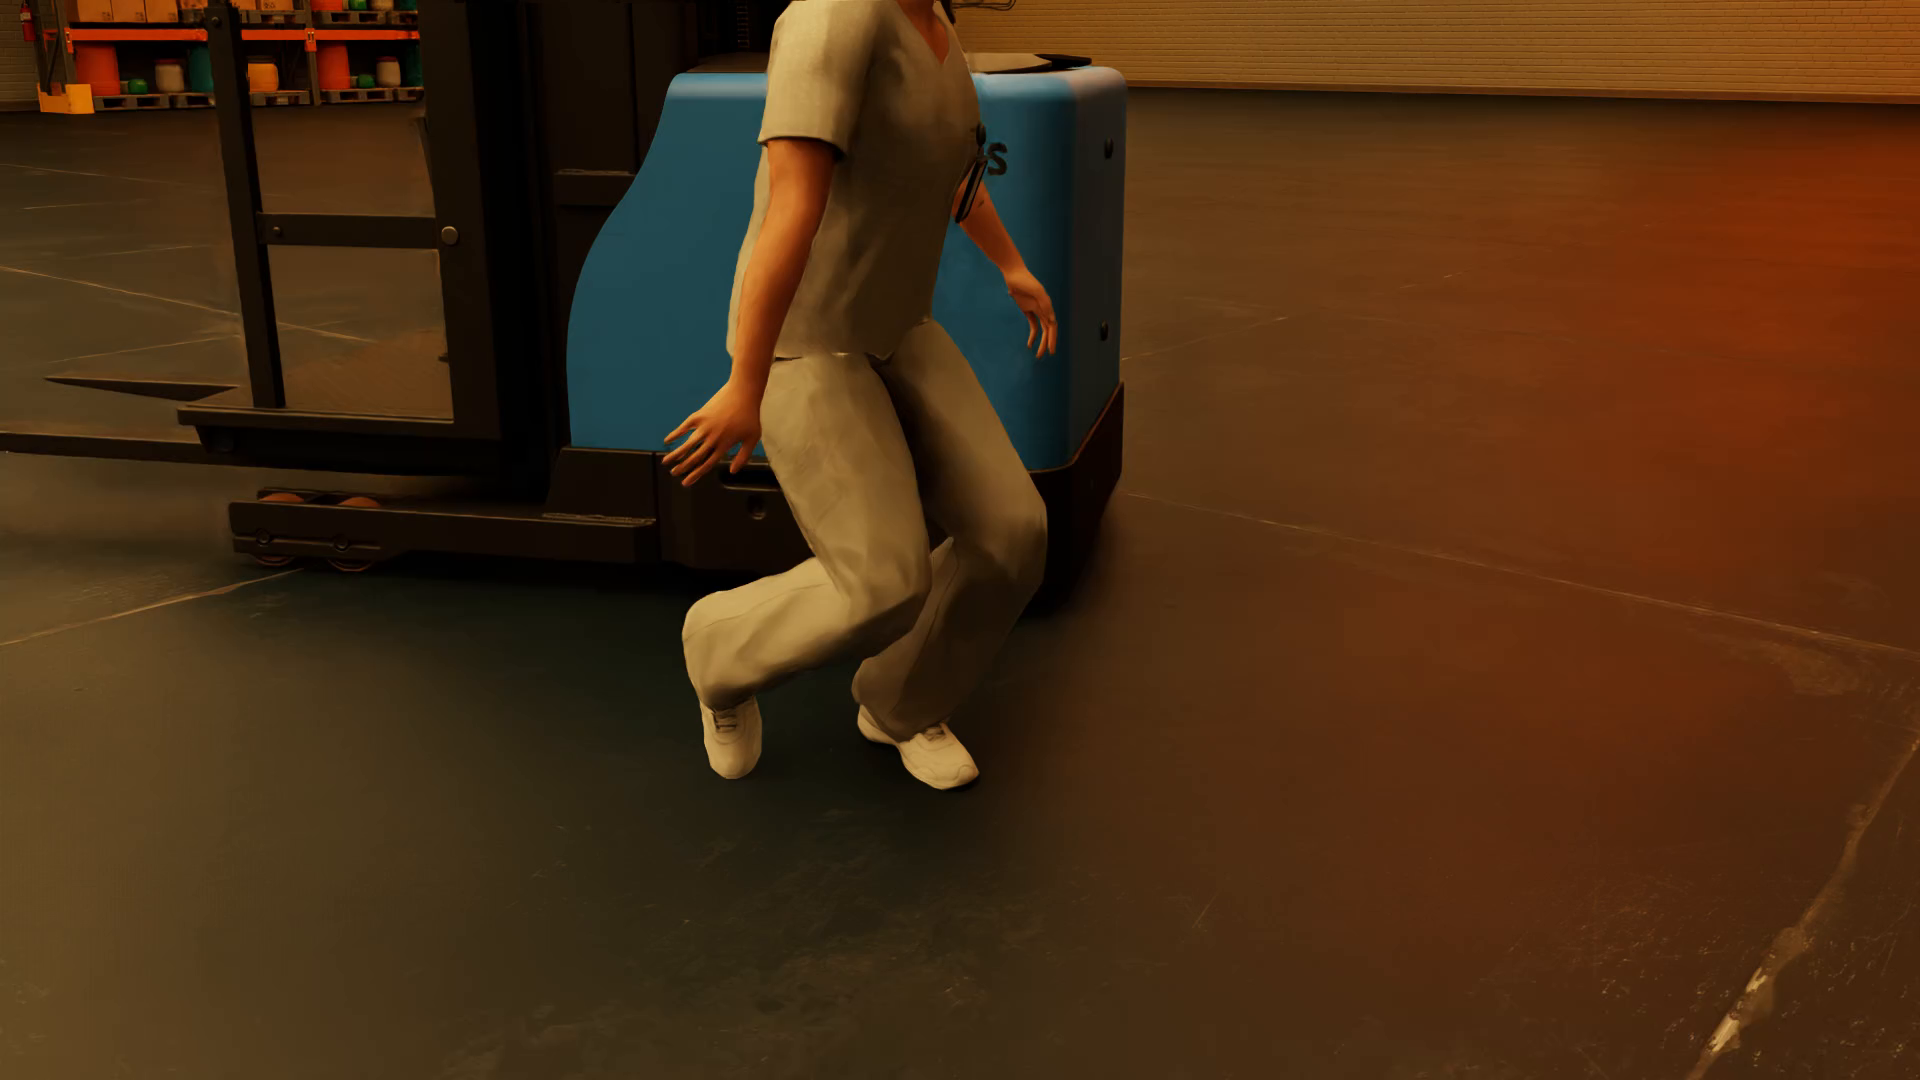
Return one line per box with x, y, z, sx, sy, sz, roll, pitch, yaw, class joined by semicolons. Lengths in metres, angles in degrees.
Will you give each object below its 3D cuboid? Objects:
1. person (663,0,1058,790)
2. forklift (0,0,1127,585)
-0.170;-0.310;2.453;0.570;1.483;0.806;11;20;32;person
-1.158;-1.475;3.755;3.031;2.935;1.130;4;17;12;forklift
